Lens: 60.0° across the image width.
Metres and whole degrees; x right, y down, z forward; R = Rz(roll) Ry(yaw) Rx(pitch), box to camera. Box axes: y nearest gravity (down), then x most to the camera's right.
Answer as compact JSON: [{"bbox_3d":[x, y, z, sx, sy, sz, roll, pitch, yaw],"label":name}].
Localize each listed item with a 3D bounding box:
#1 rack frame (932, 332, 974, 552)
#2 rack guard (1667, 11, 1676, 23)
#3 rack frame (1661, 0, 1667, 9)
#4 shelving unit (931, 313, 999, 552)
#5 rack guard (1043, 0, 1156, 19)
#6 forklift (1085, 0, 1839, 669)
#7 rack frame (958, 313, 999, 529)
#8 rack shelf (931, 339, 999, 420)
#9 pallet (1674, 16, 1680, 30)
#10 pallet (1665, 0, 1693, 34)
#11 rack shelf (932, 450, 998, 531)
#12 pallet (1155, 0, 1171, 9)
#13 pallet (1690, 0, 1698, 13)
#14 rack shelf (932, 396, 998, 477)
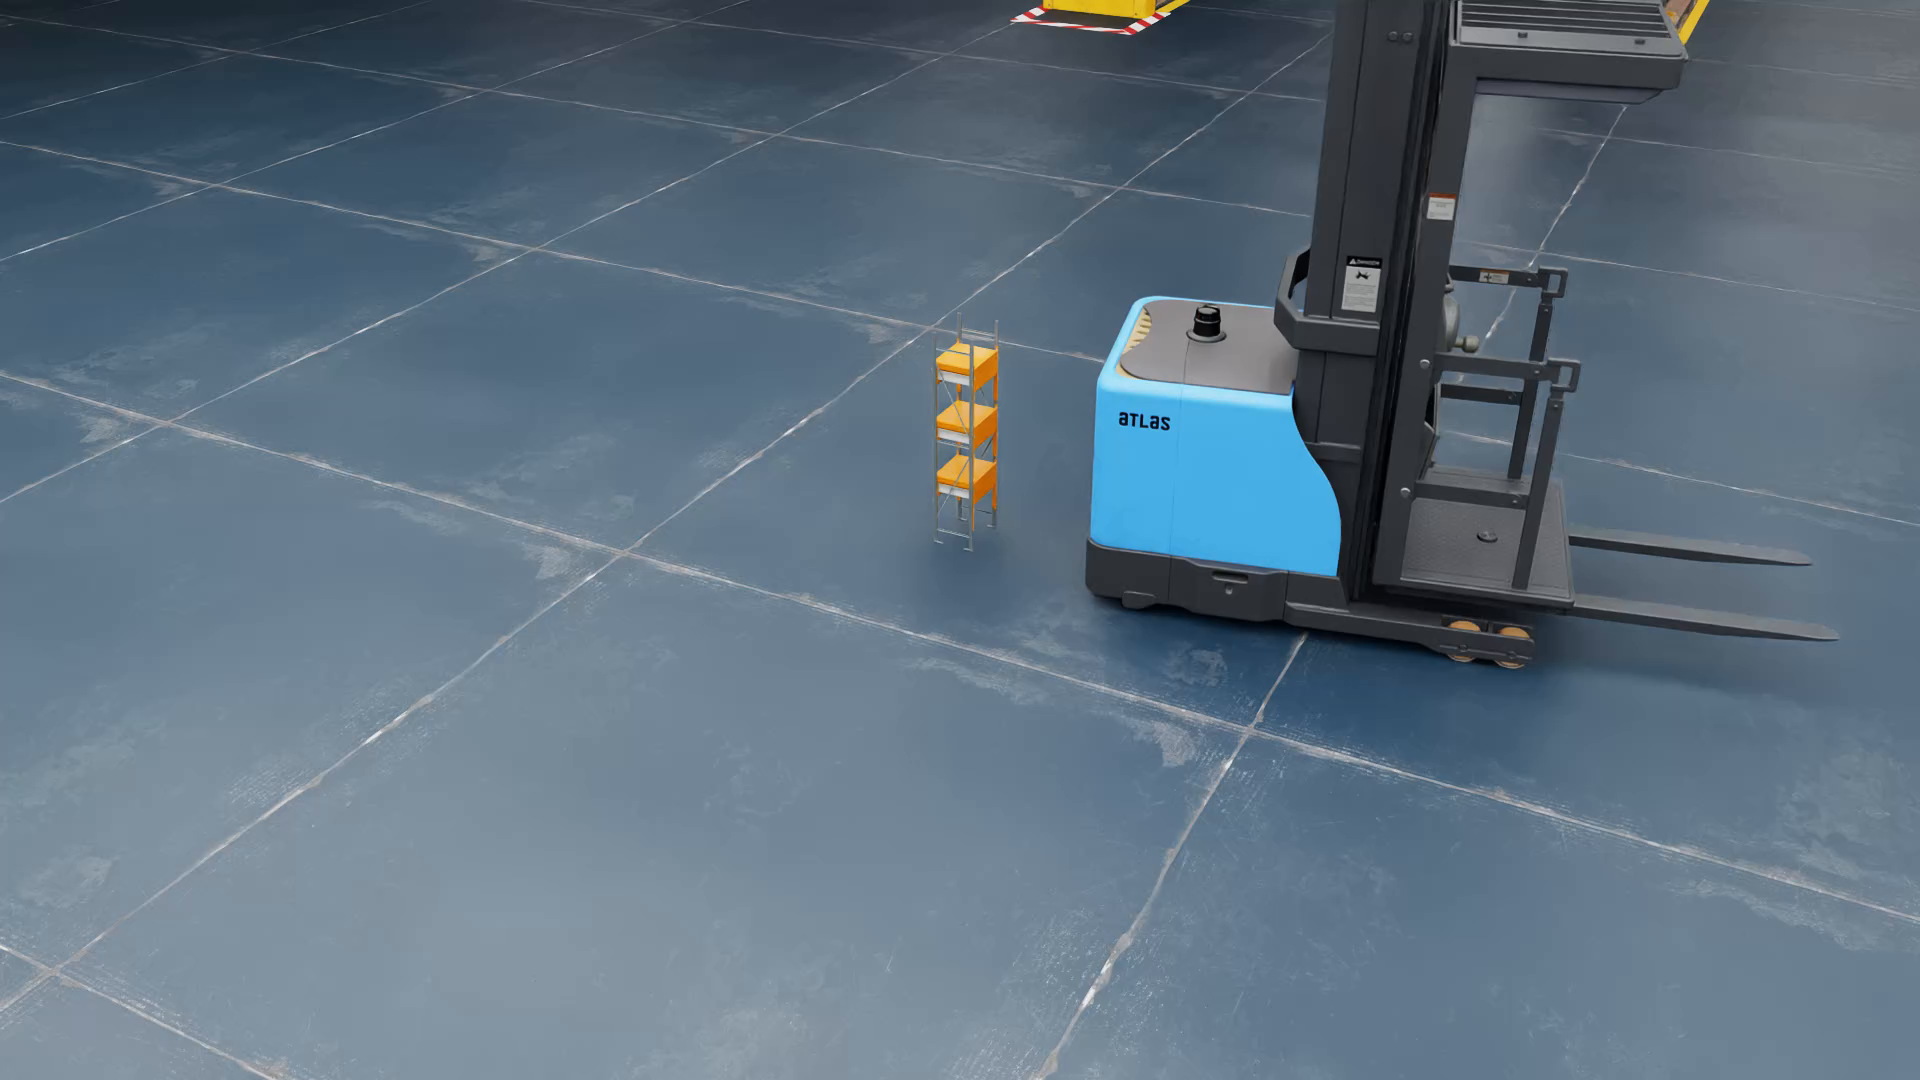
[{"bbox_3d":[-0.031,-0.425,7.436,0.200,1.050,0.008,14,33,23],"label":"rack frame"},{"bbox_3d":[5.900,-4.628,15.307,1.175,0.500,0.348,14,33,23],"label":"rack guard"},{"bbox_3d":[5.866,-5.678,14.626,1.000,3.000,0.127,14,33,23],"label":"rack frame"},{"bbox_3d":[0.024,-0.479,7.530,0.215,1.050,0.252,14,33,23],"label":"shelving unit"},{"bbox_3d":[1.449,-5.762,17.283,1.175,0.500,0.348,14,33,23],"label":"rack guard"},{"bbox_3d":[2.121,-1.037,6.613,3.031,2.935,1.130,8,31,13],"label":"forklift"},{"bbox_3d":[0.080,-0.533,7.624,0.200,1.050,0.008,14,33,23],"label":"rack frame"},{"bbox_3d":[0.024,-0.716,7.394,0.215,0.259,0.240,14,33,23],"label":"rack shelf"},{"bbox_3d":[6.302,-4.855,15.993,1.003,0.211,1.213,14,33,23],"label":"pallet"},{"bbox_3d":[6.859,-5.394,16.931,1.003,0.211,1.213,14,33,23],"label":"pallet"},{"bbox_3d":[0.024,-0.229,7.674,0.215,0.259,0.240,14,33,23],"label":"rack shelf"},{"bbox_3d":[1.824,-5.996,17.980,1.003,0.211,1.213,14,33,23],"label":"pallet"},{"bbox_3d":[7.413,-5.937,17.876,1.003,0.211,1.213,14,33,23],"label":"pallet"},{"bbox_3d":[0.024,-0.470,7.535,0.215,0.259,0.240,14,33,23],"label":"rack shelf"}]
